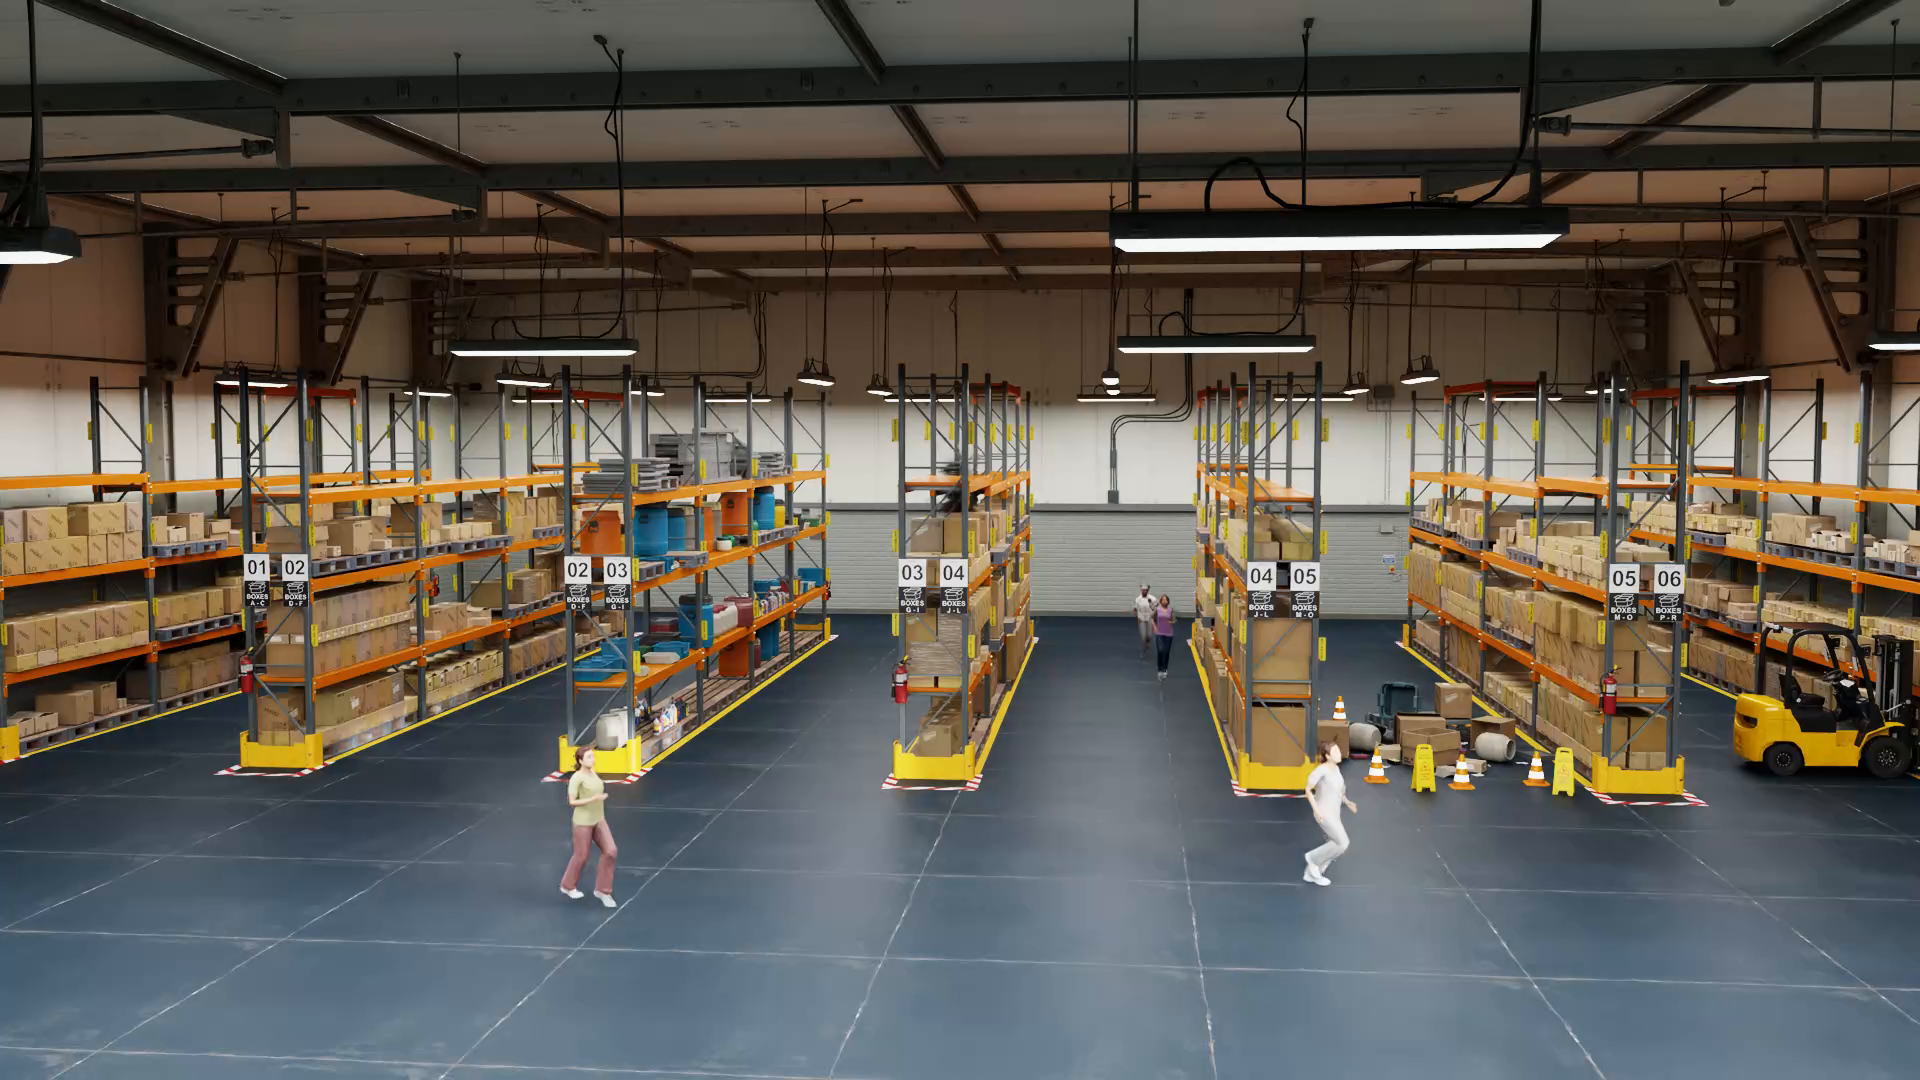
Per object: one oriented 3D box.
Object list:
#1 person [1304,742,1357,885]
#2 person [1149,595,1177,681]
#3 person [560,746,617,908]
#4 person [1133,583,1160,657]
[{"bbox_3d":[4.076,3.022,18.364,0.589,1.607,0.512,3,5,40],"label":"person"},{"bbox_3d":[3.940,1.932,32.161,0.518,1.562,0.631,0,4,1],"label":"person"},{"bbox_3d":[-3.956,3.033,17.621,0.694,1.723,0.560,2,4,31],"label":"person"},{"bbox_3d":[4.169,1.796,37.227,0.610,1.667,0.607,1,4,9],"label":"person"}]
